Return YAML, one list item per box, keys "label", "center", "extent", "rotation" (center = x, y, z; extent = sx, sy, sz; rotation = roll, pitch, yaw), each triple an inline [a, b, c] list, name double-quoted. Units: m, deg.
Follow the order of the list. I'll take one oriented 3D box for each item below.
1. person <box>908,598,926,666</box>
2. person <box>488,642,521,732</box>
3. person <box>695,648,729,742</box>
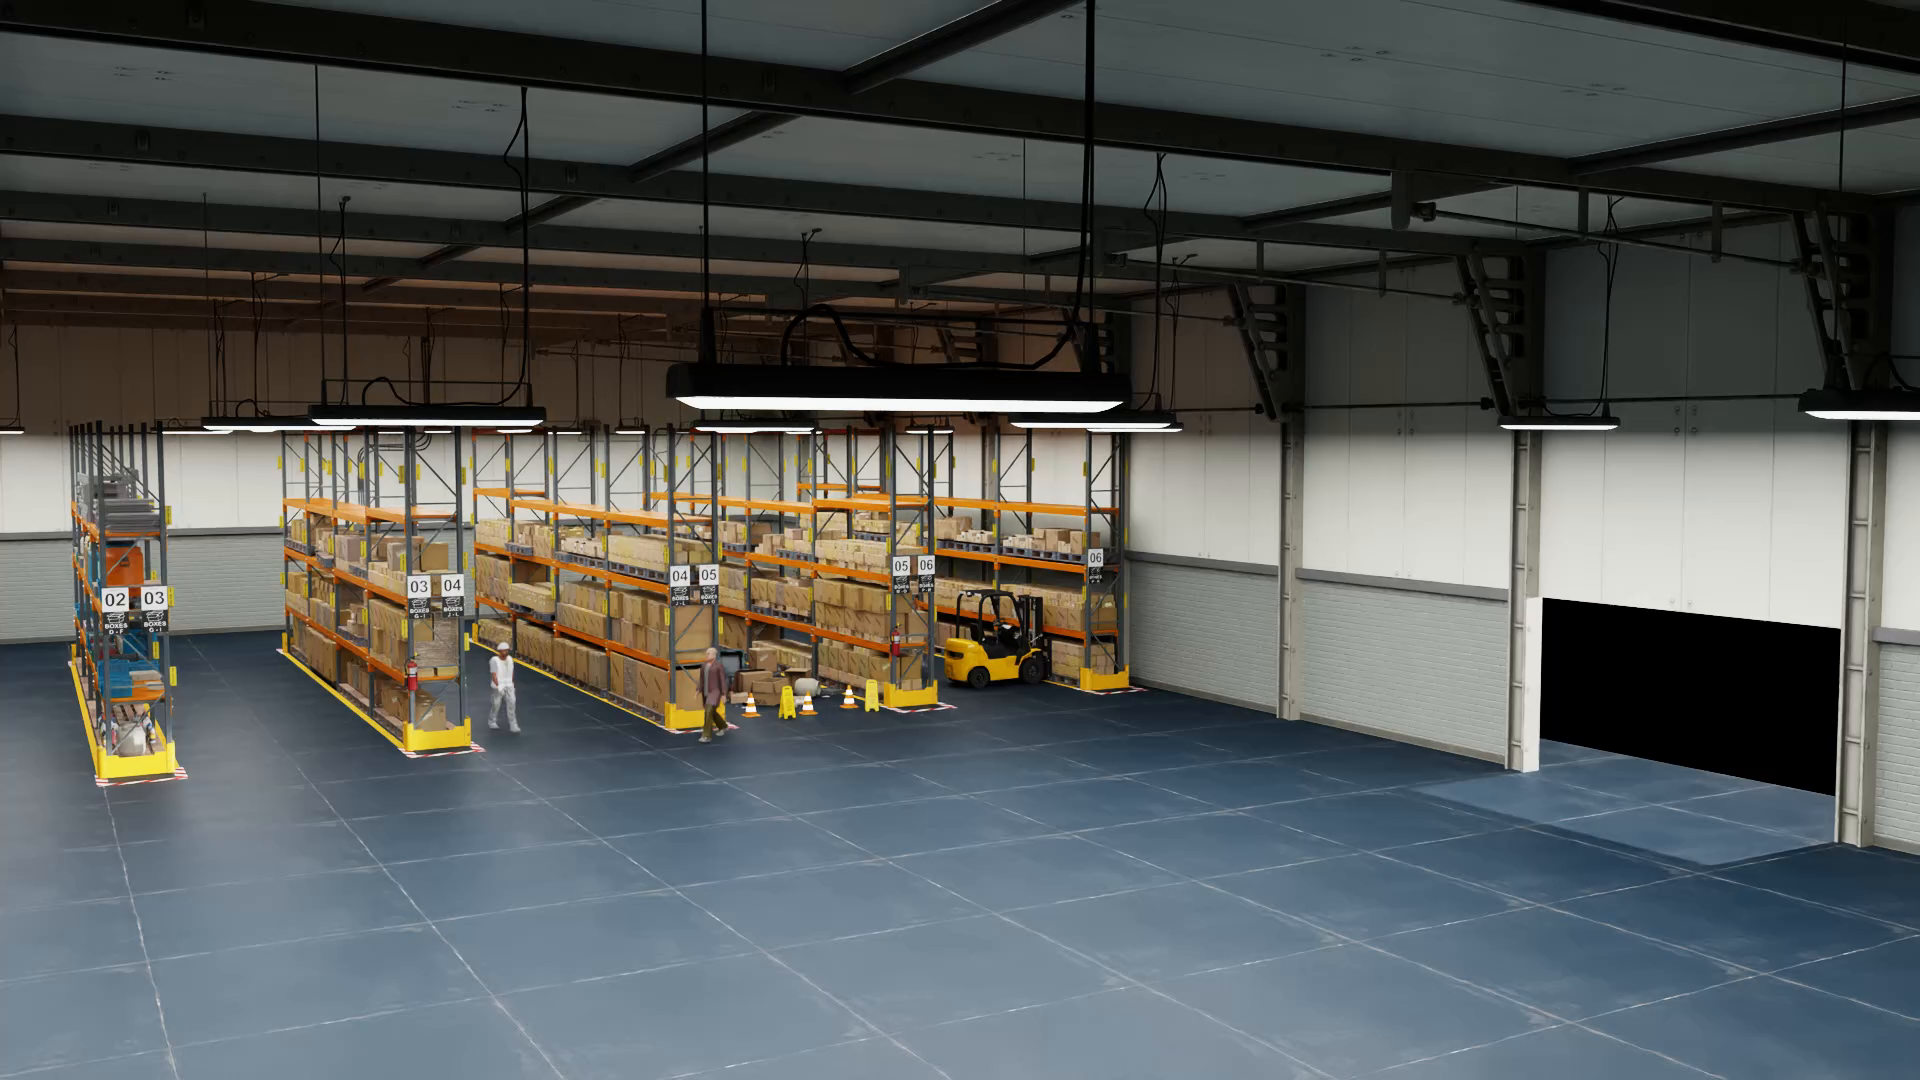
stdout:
- label: "person"
  center: [-1.120, 2.229, 40.025]
  extent: [0.565, 1.669, 0.567]
  rotation: [-1, 4, -17]
- label: "person"
  center: [-8.830, 2.845, 32.285]
  extent: [0.995, 1.724, 0.574]
  rotation: [3, 5, 45]
- label: "person"
  center: [-4.690, 2.906, 31.464]
  extent: [0.582, 1.744, 0.976]
  rotation: [3, 5, 43]
